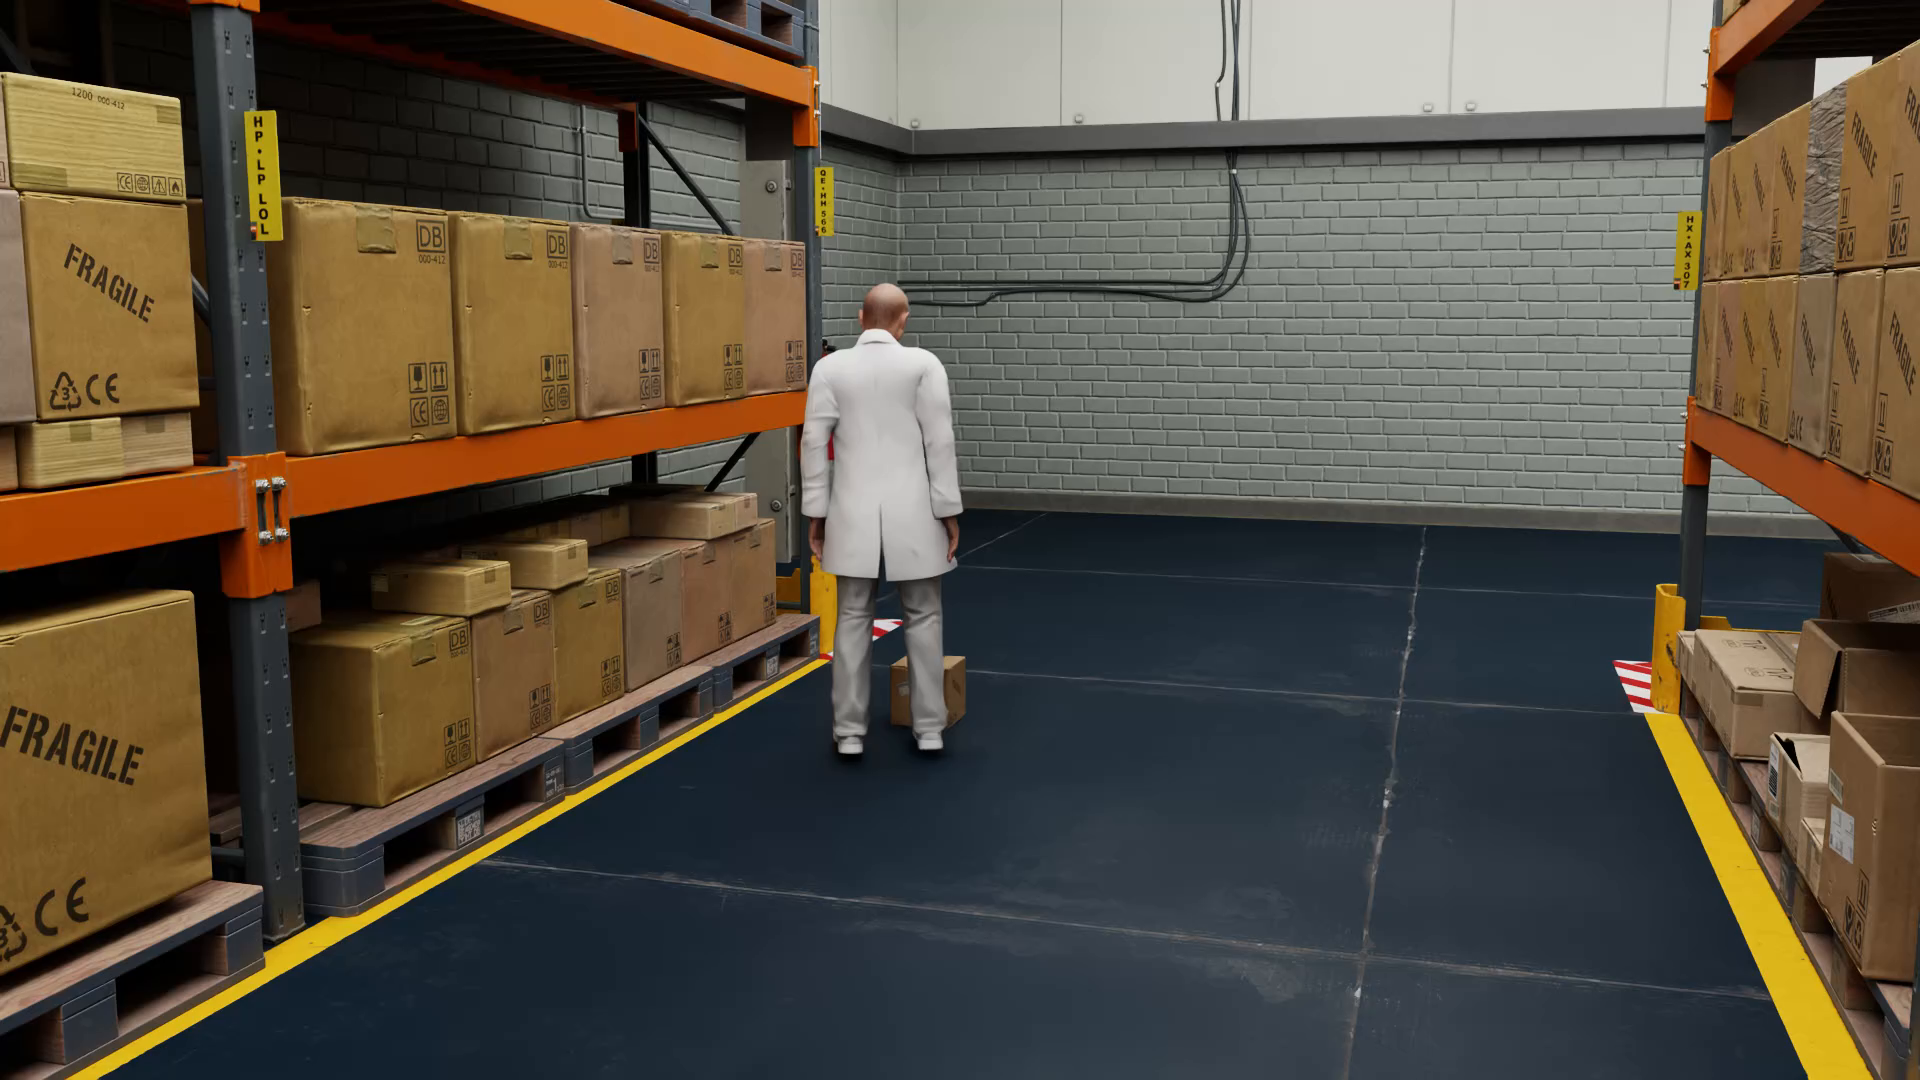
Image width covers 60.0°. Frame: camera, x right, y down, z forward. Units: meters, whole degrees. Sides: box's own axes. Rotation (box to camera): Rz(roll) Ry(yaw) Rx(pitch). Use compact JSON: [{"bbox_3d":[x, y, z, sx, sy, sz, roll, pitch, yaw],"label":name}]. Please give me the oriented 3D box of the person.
[{"bbox_3d":[-0.285,-0.084,6.330,0.623,1.767,0.430,1,8,6],"label":"person"}]
